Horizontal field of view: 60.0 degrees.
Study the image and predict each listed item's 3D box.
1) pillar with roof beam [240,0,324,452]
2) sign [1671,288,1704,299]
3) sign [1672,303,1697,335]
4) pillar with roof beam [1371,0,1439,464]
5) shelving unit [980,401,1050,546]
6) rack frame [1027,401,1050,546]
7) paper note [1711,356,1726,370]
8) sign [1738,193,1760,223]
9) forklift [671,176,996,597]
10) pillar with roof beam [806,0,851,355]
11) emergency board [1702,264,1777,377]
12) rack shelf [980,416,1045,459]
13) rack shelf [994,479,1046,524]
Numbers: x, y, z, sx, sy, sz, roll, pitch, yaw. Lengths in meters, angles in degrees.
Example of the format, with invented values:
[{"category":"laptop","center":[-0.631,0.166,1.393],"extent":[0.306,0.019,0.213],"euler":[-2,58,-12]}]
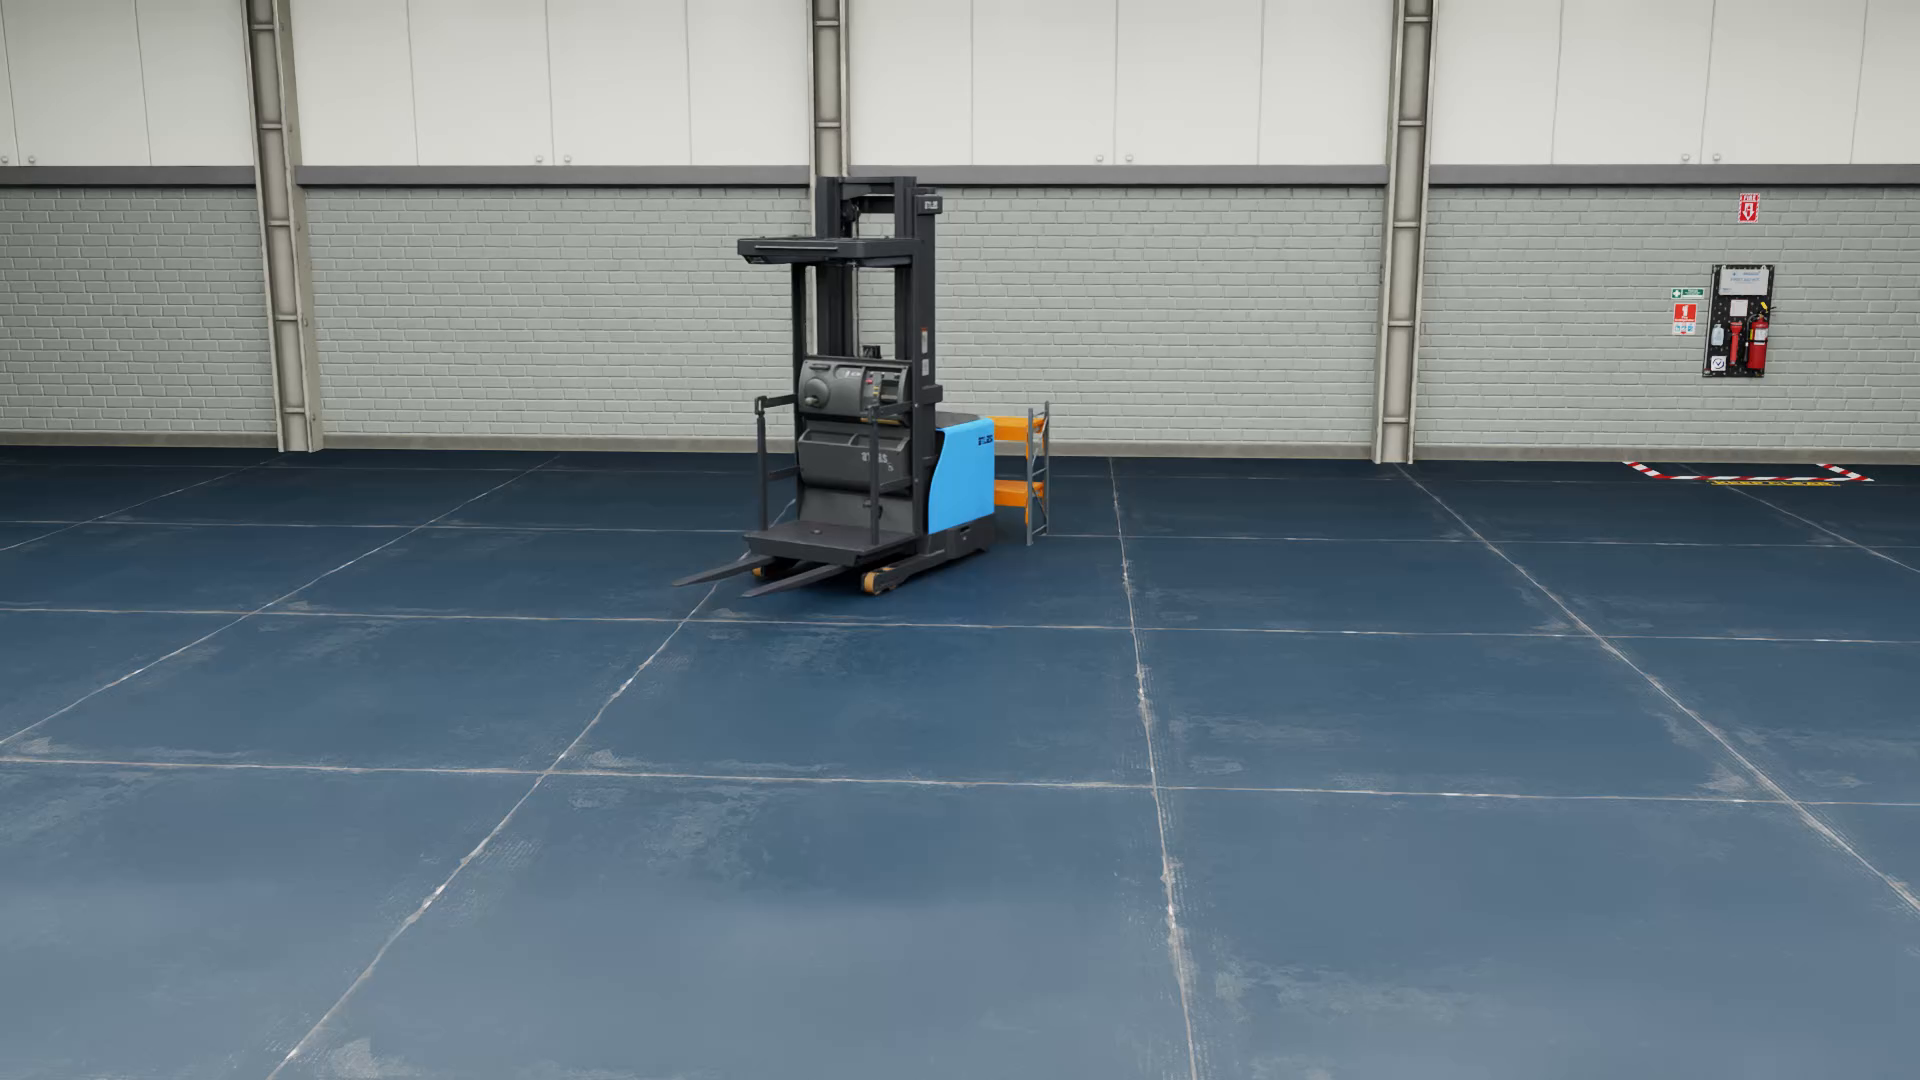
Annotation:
[{"category":"pillar with roof beam","center":[-7.643,-4.532,13.457],"extent":[0.400,9.000,9.100],"euler":[1,12,4]},{"category":"sign","center":[7.600,-2.574,17.367],"extent":[0.331,0.109,0.001],"euler":[1,12,4]},{"category":"sign","center":[7.596,-2.317,17.431],"extent":[0.234,0.329,0.001],"euler":[1,12,4]},{"category":"pillar with roof beam","center":[4.330,-4.368,12.672],"extent":[0.400,9.000,9.100],"euler":[1,12,4]},{"category":"shelving unit","center":[0.168,-0.590,13.840],"extent":[1.048,1.125,0.538],"euler":[4,13,19]},{"category":"rack frame","center":[0.646,-0.554,13.671],"extent":[0.032,1.125,0.500],"euler":[4,13,19]},{"category":"paper note","center":[7.969,-1.856,17.466],"extent":[0.142,0.148,0.016],"euler":[1,12,4]},{"category":"sign","center":[8.140,-3.426,17.158],"extent":[0.199,0.298,0.001],"euler":[1,12,4]},{"category":"forklift","center":[-0.898,-1.148,12.096],"extent":[1.130,2.935,3.031],"euler":[7,14,30]},{"category":"pillar with roof beam","center":[-1.656,-4.450,13.065],"extent":[0.400,9.000,9.100],"euler":[1,12,4]},{"category":"emergency board","center":[8.141,-2.271,17.297],"extent":[0.643,1.169,0.194],"euler":[1,12,4]},{"category":"rack shelf","center":[0.168,-0.876,13.780],"extent":[1.000,0.278,0.538],"euler":[4,13,19]},{"category":"rack shelf","center":[0.168,-0.350,13.890],"extent":[1.000,0.278,0.538],"euler":[4,13,19]}]
